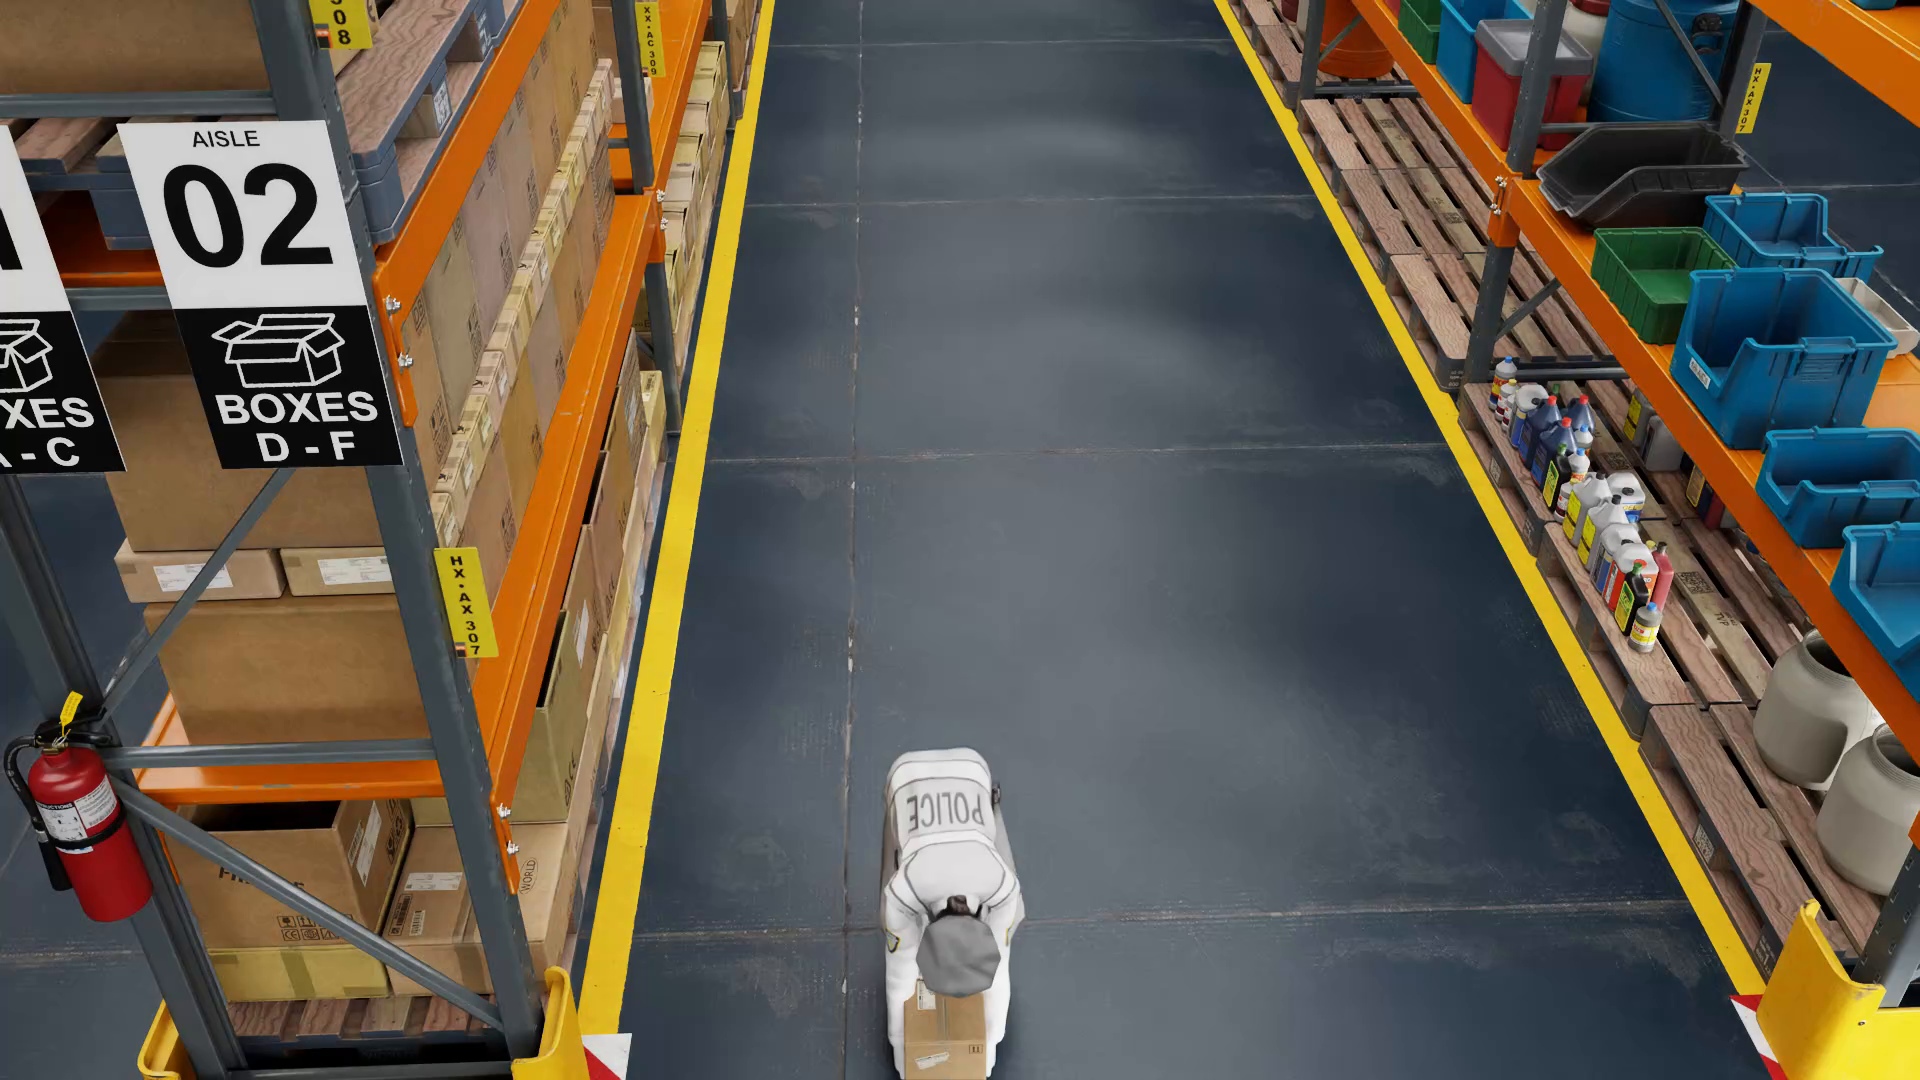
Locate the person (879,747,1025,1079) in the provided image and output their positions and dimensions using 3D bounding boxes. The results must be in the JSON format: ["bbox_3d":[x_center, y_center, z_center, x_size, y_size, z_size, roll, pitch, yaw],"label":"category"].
[{"bbox_3d":[-0.028,1.174,5.281,0.461,0.784,0.911,-3,36,-4],"label":"person"}]
